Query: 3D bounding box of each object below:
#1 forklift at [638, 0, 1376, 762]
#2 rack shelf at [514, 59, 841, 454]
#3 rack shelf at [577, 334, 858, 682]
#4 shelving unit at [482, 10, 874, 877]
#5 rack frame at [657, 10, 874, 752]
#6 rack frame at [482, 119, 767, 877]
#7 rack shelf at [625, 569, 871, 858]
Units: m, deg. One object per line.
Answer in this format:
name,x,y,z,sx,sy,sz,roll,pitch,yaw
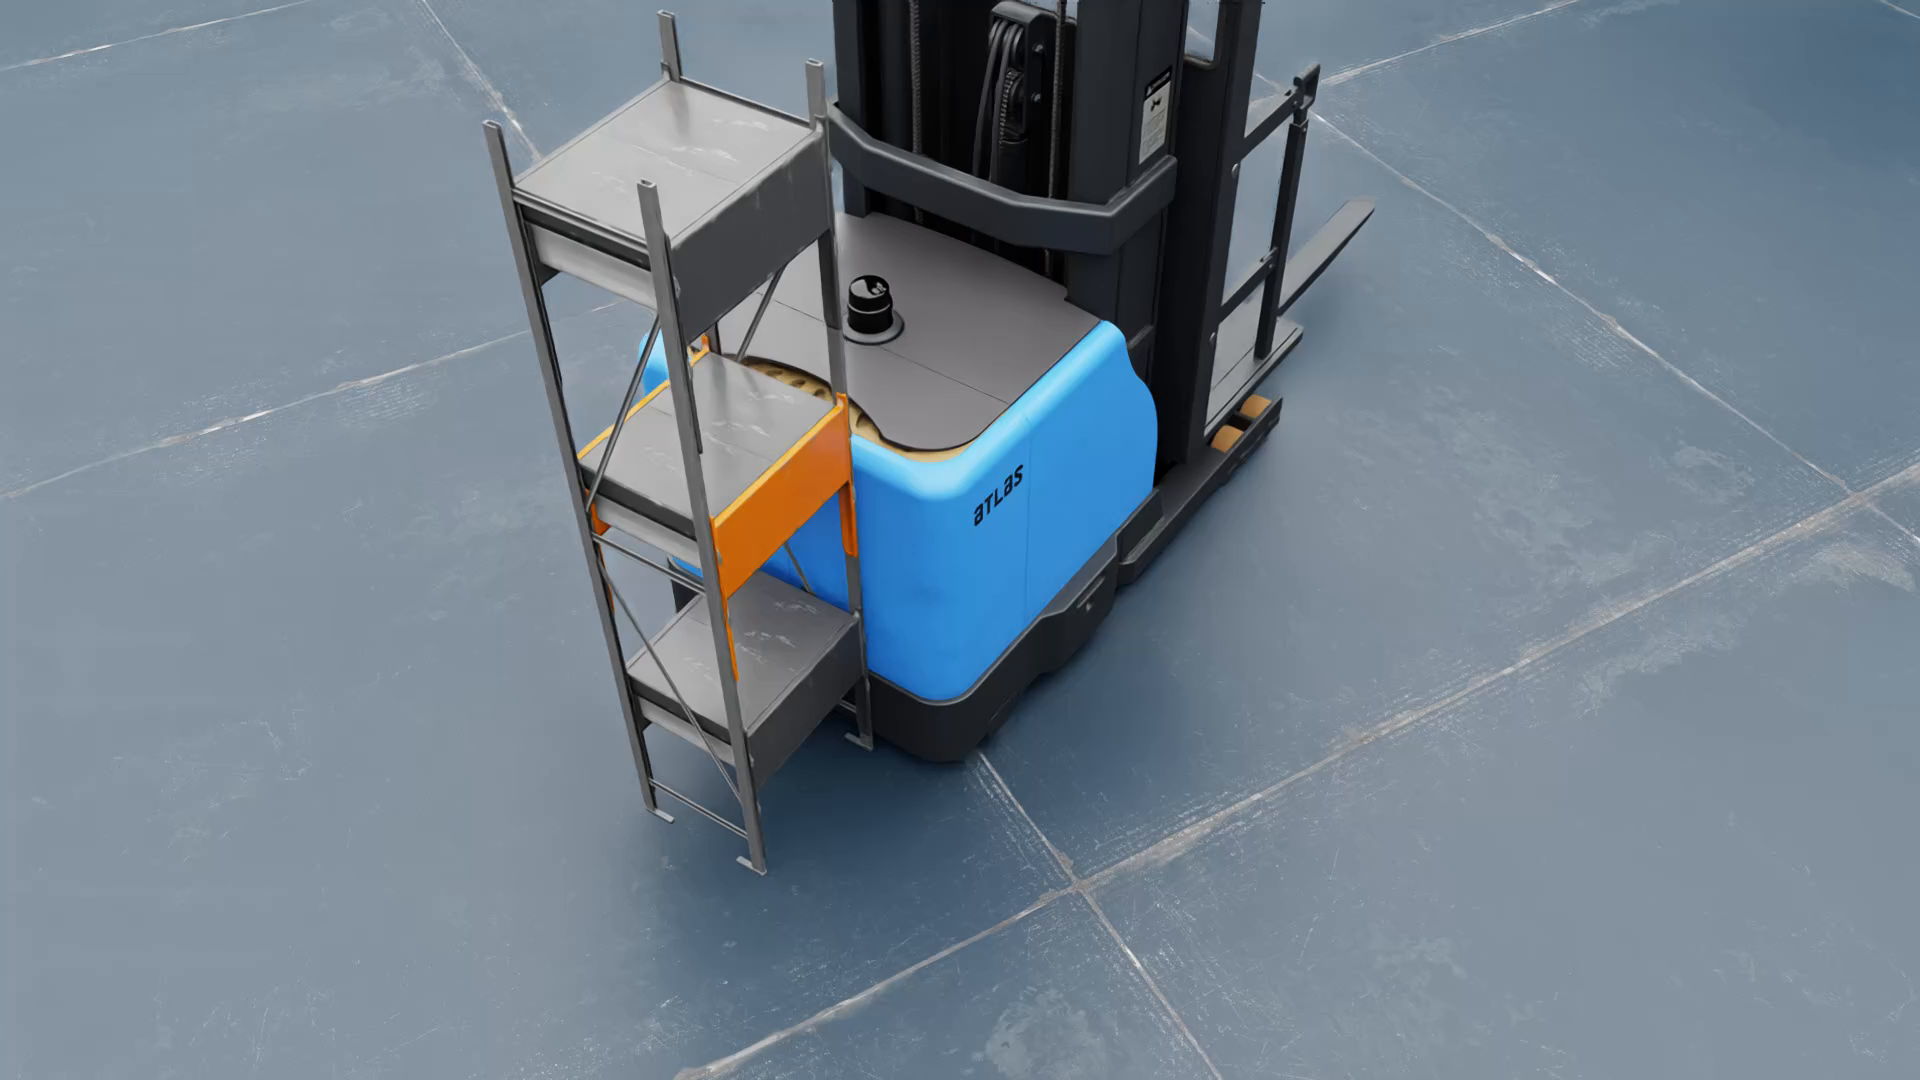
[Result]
forklift,0.417,-1.438,4.628,1.130,2.935,3.031,26,50,24
rack shelf,-0.560,-0.574,3.342,0.431,0.518,0.480,24,50,23
rack shelf,-0.554,-0.078,3.837,0.431,0.518,0.480,24,50,23
shelving unit,-0.554,-0.088,3.827,0.431,2.100,0.503,24,50,23
rack frame,-0.422,-0.234,3.971,0.400,2.100,0.015,24,50,23
rack frame,-0.686,0.058,3.683,0.400,2.100,0.015,24,50,23
rack shelf,-0.548,0.417,4.331,0.431,0.518,0.480,24,50,23
